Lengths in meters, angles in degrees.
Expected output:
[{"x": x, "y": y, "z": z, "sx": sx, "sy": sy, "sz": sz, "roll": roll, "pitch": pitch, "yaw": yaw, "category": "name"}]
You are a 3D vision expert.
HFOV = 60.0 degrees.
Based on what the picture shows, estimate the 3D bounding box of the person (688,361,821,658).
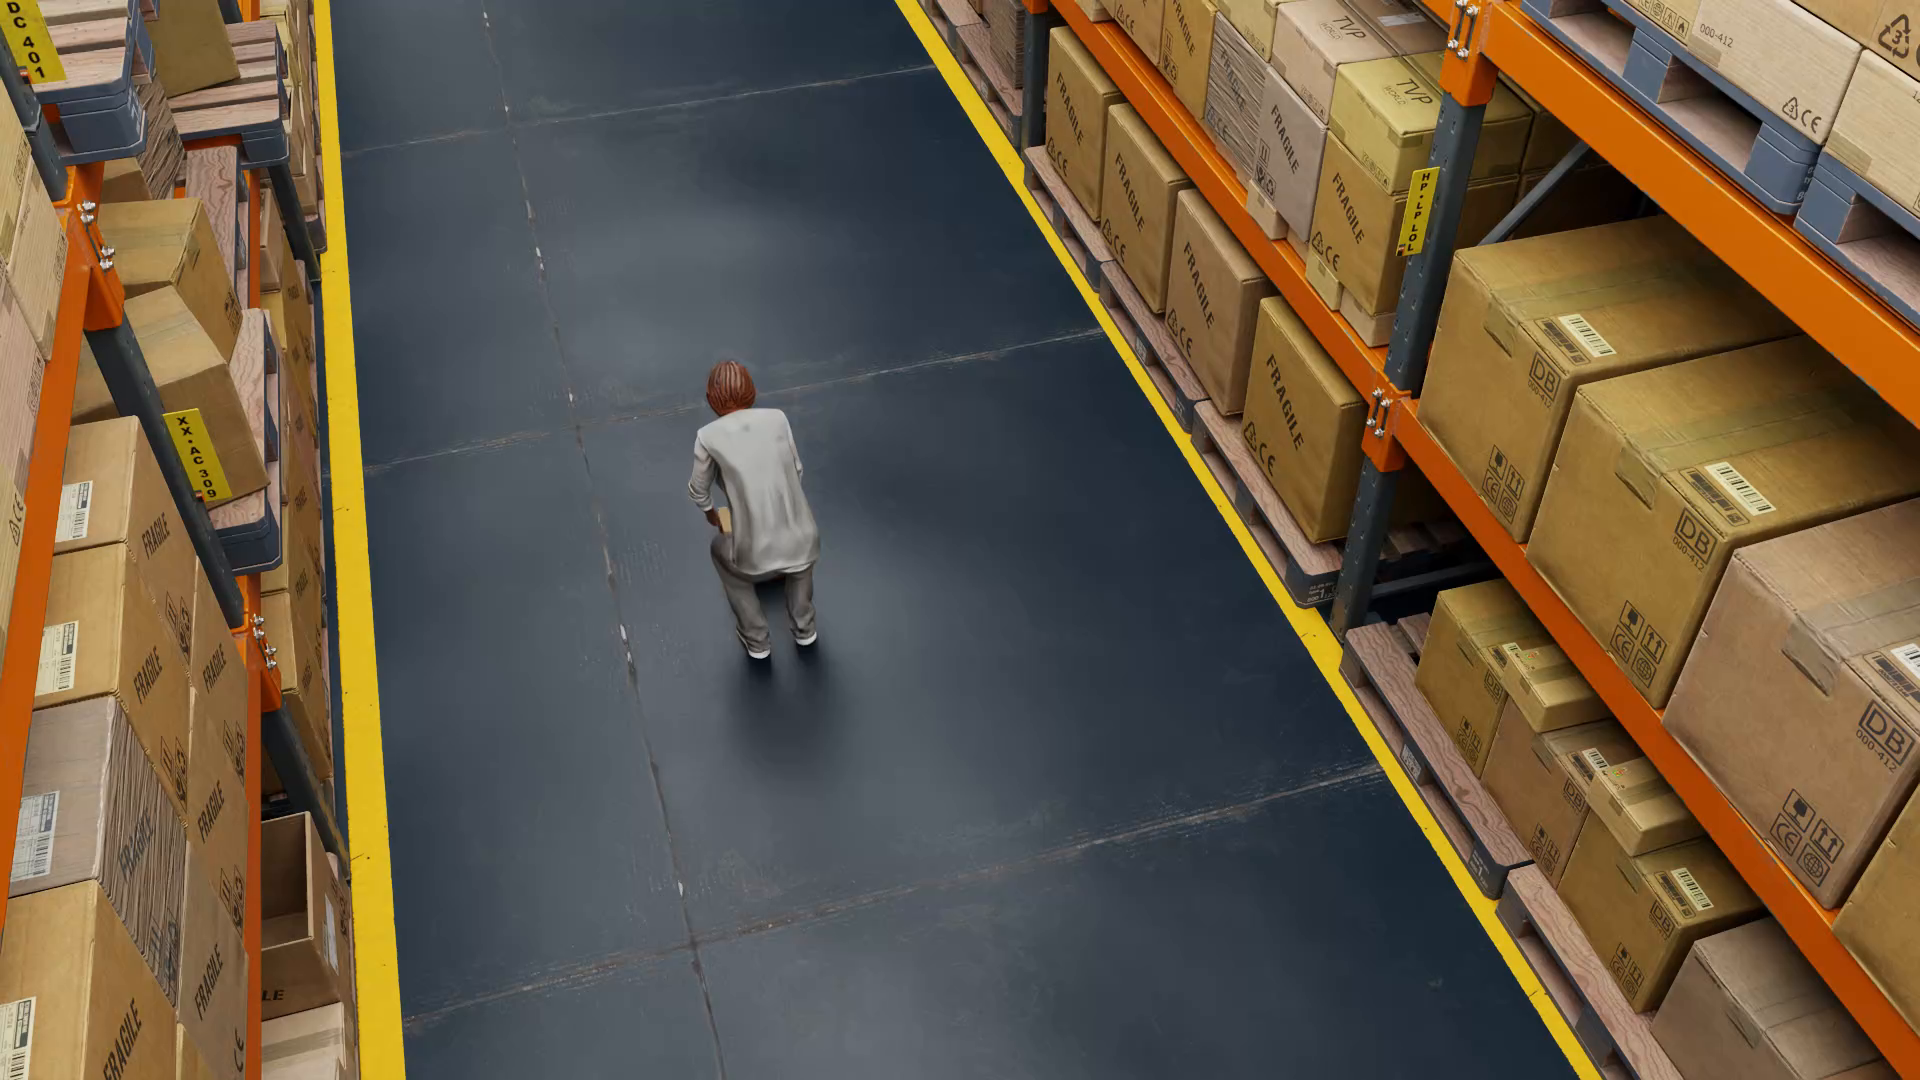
[{"x": -0.806, "y": -0.025, "z": 6.592, "sx": 0.461, "sy": 1.063, "sz": 0.701, "roll": -12, "pitch": 44, "yaw": -13, "category": "person"}]
